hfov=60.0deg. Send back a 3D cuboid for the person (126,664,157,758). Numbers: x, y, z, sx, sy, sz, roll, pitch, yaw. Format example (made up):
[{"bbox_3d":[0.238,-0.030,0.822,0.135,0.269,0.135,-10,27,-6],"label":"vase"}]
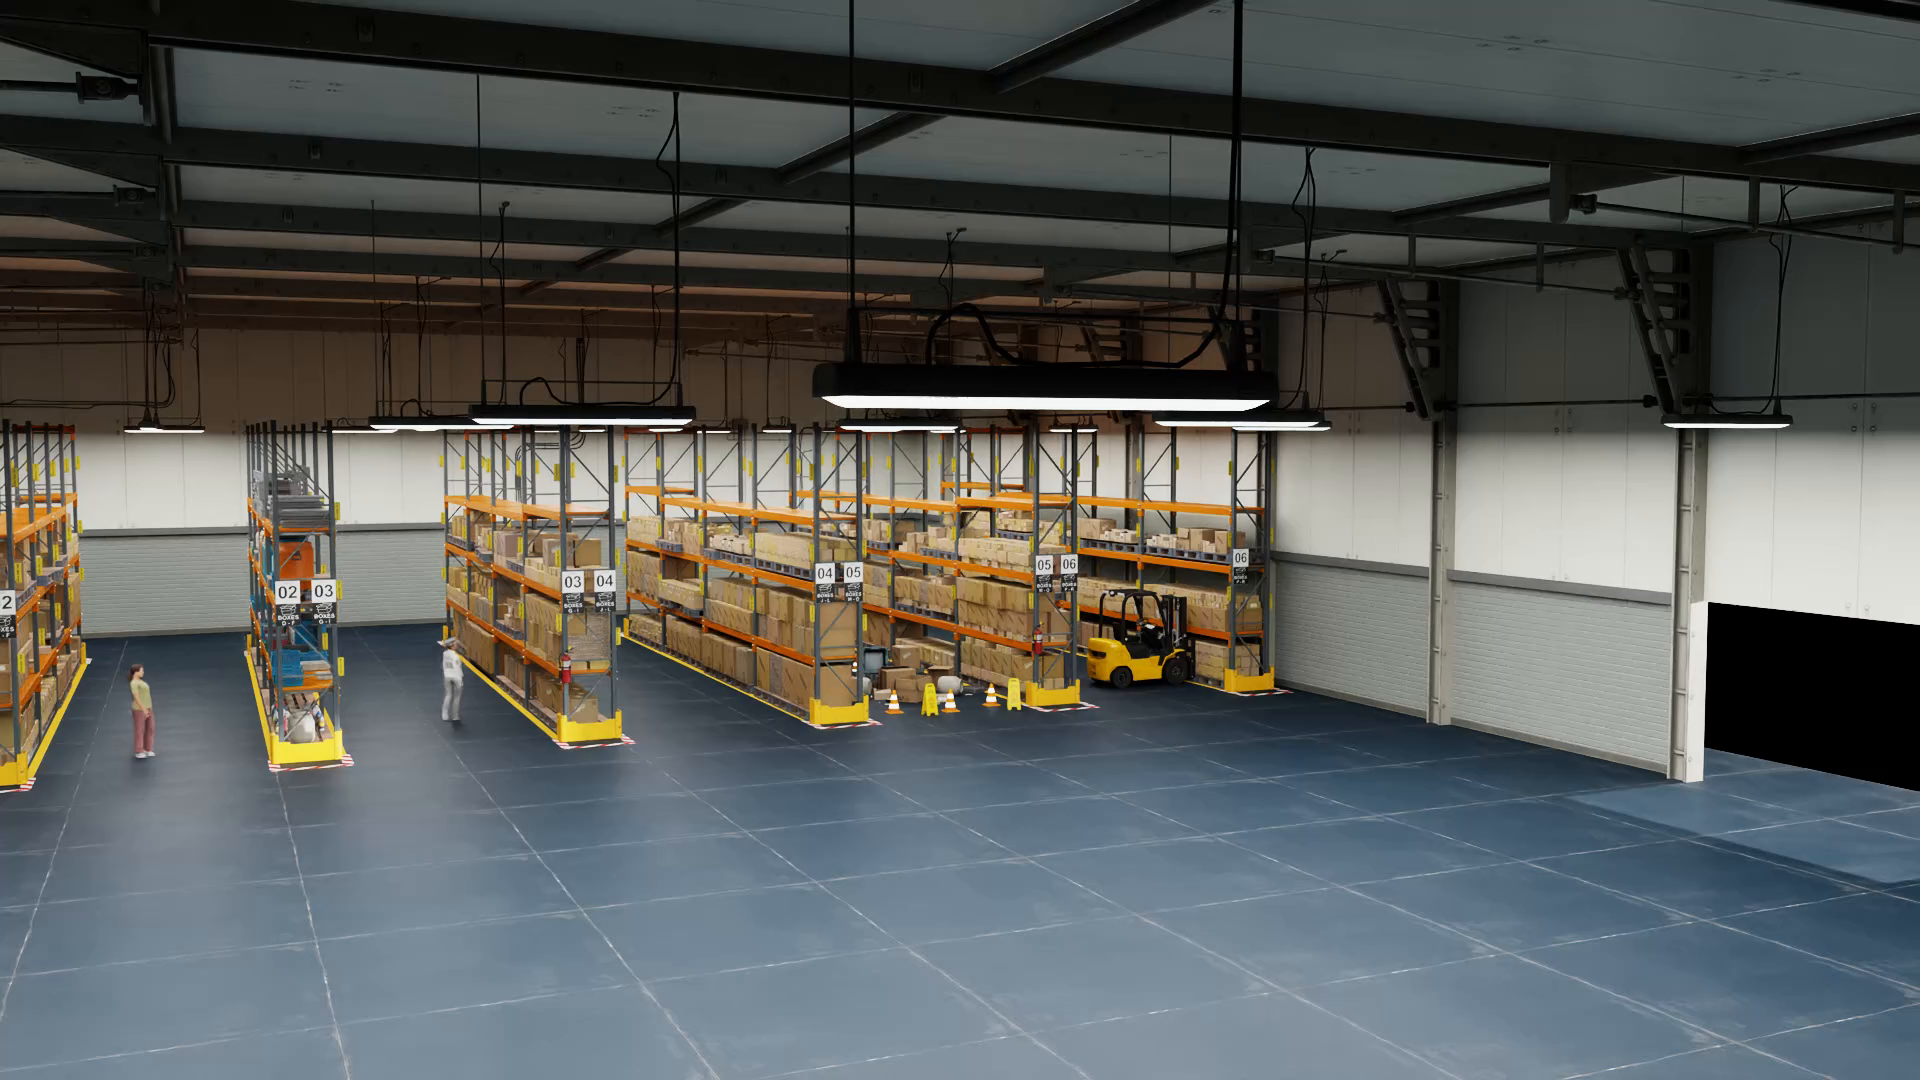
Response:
[{"bbox_3d":[-14.563,3.051,29.621,0.519,1.708,0.500,1,4,11],"label":"person"}]

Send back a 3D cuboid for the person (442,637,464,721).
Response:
[{"bbox_3d":[-10.175,2.784,33.309,0.462,1.684,0.487,1,4,10],"label":"person"}]
